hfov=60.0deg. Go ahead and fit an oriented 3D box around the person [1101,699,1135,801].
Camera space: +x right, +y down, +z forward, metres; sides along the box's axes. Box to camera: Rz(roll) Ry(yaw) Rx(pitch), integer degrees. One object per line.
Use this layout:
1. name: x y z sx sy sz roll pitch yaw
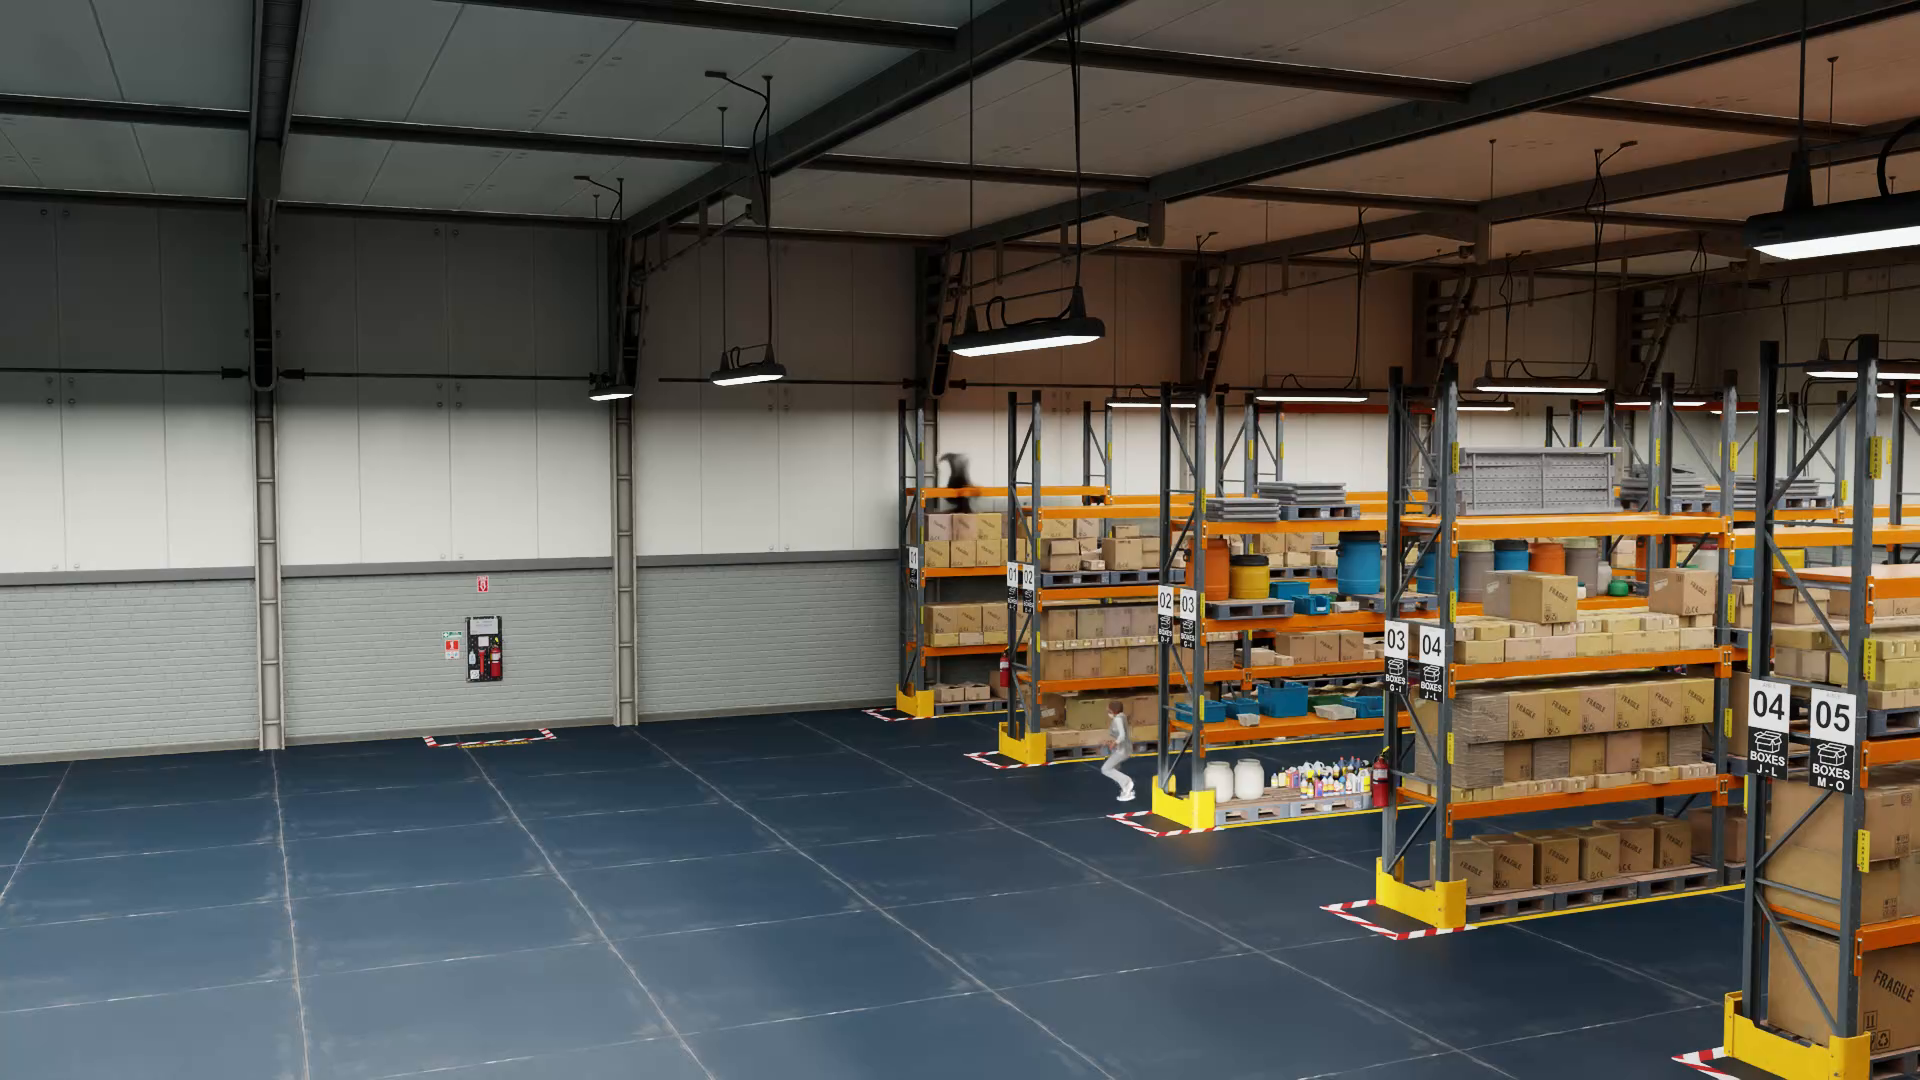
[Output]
1. person: 2.274 3.030 23.841 0.500 1.509 0.617 0 3 3
